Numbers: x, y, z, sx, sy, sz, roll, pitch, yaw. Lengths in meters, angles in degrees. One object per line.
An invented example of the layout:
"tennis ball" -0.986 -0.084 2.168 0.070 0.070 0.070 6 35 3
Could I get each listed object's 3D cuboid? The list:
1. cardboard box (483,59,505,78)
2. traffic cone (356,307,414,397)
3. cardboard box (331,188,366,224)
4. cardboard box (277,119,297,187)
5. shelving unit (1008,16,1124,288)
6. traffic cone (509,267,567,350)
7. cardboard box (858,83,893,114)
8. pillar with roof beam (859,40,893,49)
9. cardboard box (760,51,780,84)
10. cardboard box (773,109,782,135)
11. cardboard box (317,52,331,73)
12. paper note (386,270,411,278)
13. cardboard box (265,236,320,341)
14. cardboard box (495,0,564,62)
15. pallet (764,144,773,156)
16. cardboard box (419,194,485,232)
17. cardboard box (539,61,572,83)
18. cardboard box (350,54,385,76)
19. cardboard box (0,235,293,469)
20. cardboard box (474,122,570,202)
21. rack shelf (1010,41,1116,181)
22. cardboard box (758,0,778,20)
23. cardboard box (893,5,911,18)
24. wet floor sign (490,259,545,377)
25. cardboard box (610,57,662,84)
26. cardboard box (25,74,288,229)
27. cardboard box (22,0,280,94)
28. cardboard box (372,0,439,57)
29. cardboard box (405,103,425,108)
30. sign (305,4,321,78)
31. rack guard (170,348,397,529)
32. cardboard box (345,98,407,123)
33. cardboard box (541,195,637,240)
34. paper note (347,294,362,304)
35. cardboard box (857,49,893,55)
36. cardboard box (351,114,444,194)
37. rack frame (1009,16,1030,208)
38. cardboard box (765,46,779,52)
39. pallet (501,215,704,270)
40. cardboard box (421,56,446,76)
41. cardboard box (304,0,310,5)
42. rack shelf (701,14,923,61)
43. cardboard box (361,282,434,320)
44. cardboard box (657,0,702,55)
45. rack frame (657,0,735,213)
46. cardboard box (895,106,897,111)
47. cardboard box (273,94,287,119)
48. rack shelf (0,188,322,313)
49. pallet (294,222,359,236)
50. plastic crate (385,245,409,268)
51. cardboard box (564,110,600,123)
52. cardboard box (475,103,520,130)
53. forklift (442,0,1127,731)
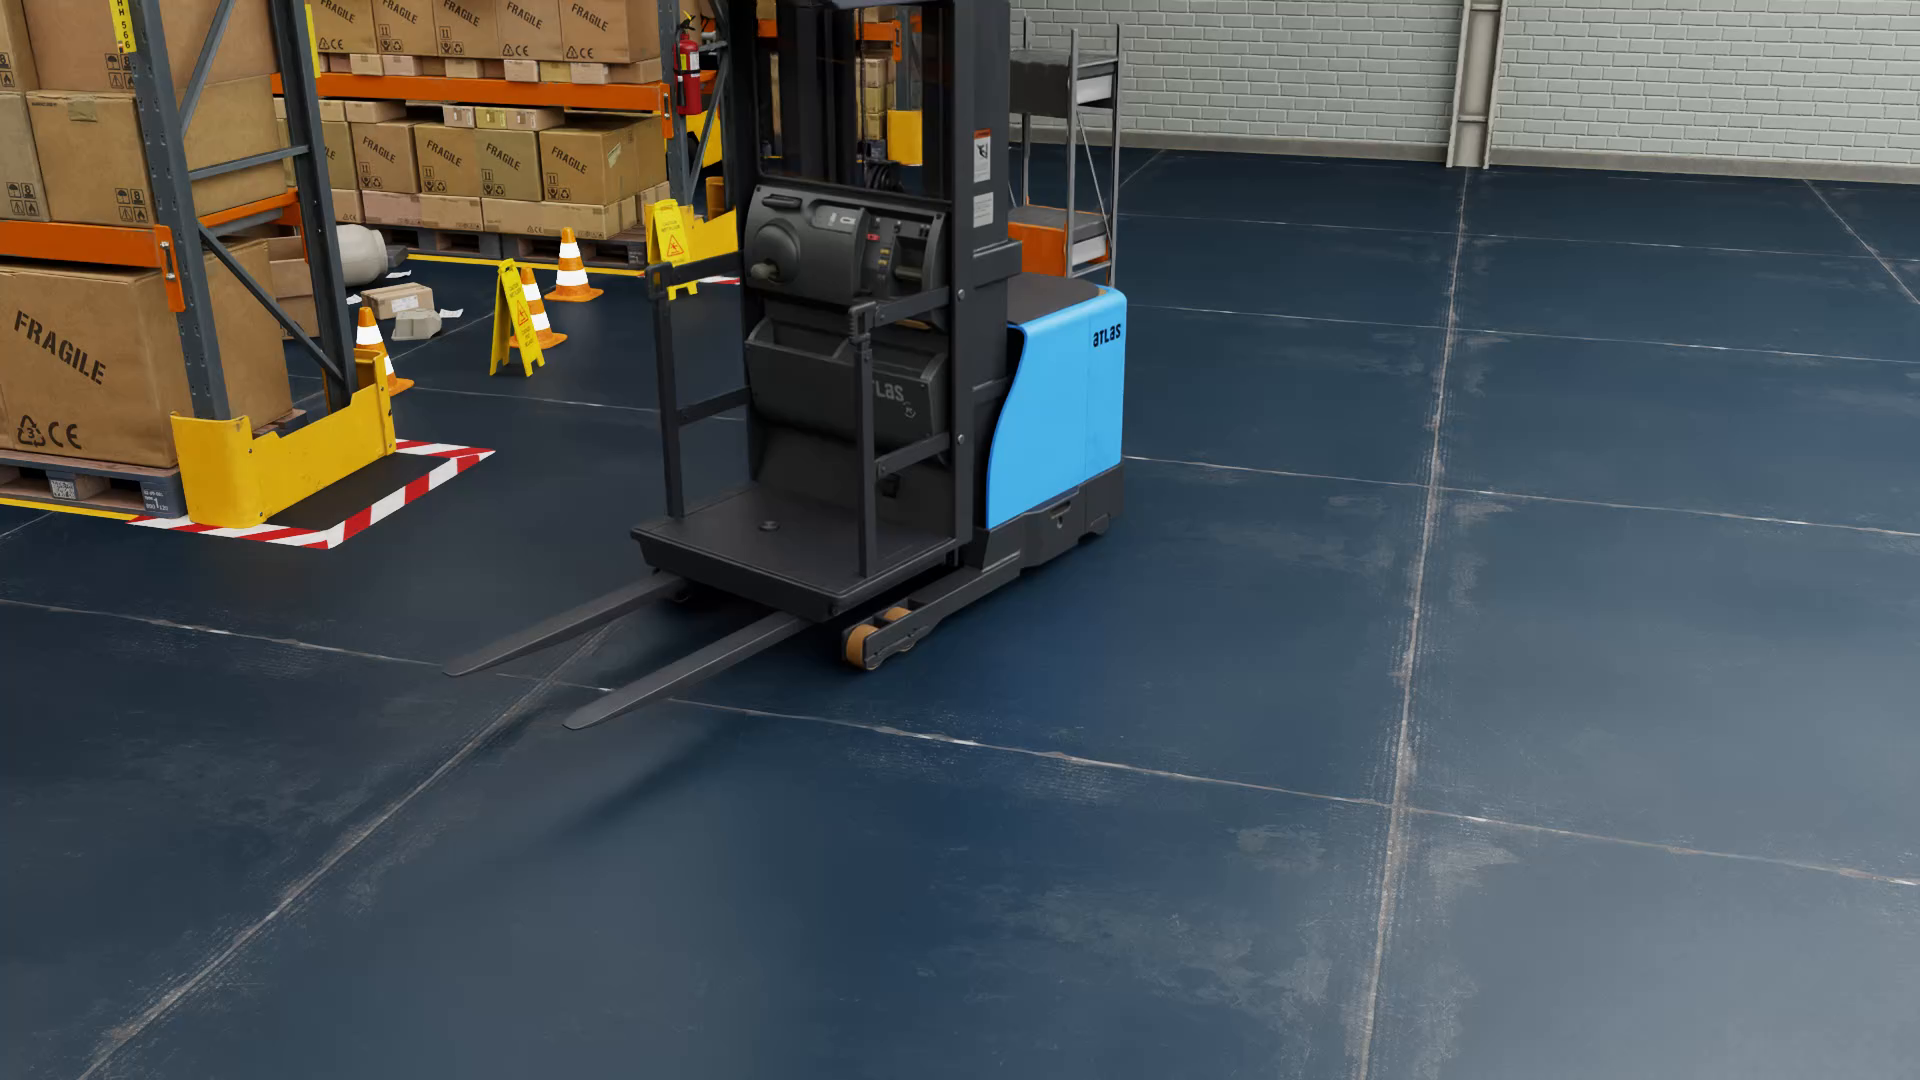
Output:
"cardboard box" -3.238 -3.441 12.037 0.250 0.149 0.380 7 23 16
"traffic cone" -3.276 -1.065 9.256 0.334 0.463 0.336 7 23 16
"cardboard box" -4.673 -2.617 12.768 0.500 0.250 0.500 8 24 19
"cardboard box" -5.187 -3.019 12.758 0.500 0.500 0.500 8 24 18
"shelving unit" 0.389 -1.264 7.584 0.503 2.100 0.431 16 27 33
"traffic cone" -2.624 -1.438 10.166 0.334 0.463 0.336 7 23 16
"cardboard box" -0.971 -4.371 16.385 0.500 0.250 0.500 6 23 15
"pillar with roof beam" -2.064 -6.893 12.217 0.400 9.000 9.100 7 23 16
"cardboard box" -1.922 -4.705 16.541 0.500 0.250 0.500 7 23 16
"cardboard box" -1.905 -4.253 16.755 0.500 0.250 0.500 7 23 16
"cardboard box" -4.719 -3.578 12.372 0.250 0.149 0.380 7 23 17
"paper note" -4.001 -1.897 11.855 0.148 0.019 0.142 -1 22 -3
"cardboard box" -4.258 -1.592 10.487 0.637 0.503 0.797 -9 24 -21
"cardboard box" -2.922 -3.674 11.750 0.500 0.500 0.500 7 23 16
"pallet" -2.323 -4.191 17.208 1.213 0.211 1.003 7 23 15
"cardboard box" -3.692 -2.502 12.487 0.500 0.250 0.500 6 23 14
"cardboard box" -2.778 -3.344 11.802 0.250 0.149 0.380 6 23 15
"cardboard box" -4.243 -3.501 12.185 0.250 0.149 0.380 7 23 16
"cardboard box" -3.846 -0.926 7.821 0.875 0.875 0.875 7 23 16
"cardboard box" -3.188 -2.792 12.206 0.500 0.500 0.500 7 23 17
"rack shelf" 0.389 -1.899 7.324 0.480 0.518 0.431 16 27 33
"cardboard box" -1.946 -5.399 16.348 0.500 0.500 0.500 6 23 14
"cardboard box" -0.808 -5.479 16.543 0.500 0.500 0.500 7 23 17
"wet floor sign" -2.578 -1.291 9.568 0.232 0.644 0.267 3 22 6
"cardboard box" -2.264 -3.321 11.745 0.250 0.149 0.380 7 23 17
"cardboard box" -3.546 -1.758 7.406 0.550 0.550 0.875 7 23 16
"cardboard box" -3.522 -2.288 7.275 0.550 0.550 0.875 7 23 16
"cardboard box" -3.880 -3.792 12.039 0.500 0.500 0.500 7 23 16
"cardboard box" -4.543 -3.159 13.101 0.500 0.500 0.500 7 23 16
"sign" -3.012 -2.303 7.686 0.005 0.325 0.100 7 23 16
"rack guard" -3.155 -0.505 7.843 0.348 0.500 1.175 7 23 16
"cardboard box" -4.334 -3.199 12.344 0.250 0.149 0.380 8 24 19
"cardboard box" -2.719 -2.390 12.213 0.500 0.250 0.500 6 23 15
"paper note" -4.094 -1.623 11.202 0.142 0.019 0.148 16 27 34
"cardboard box" -0.820 -4.784 16.733 0.500 0.250 0.500 6 23 15
"cardboard box" -4.175 -2.907 12.486 0.500 0.500 0.500 8 24 18
"rack frame" 0.192 -1.319 7.718 0.015 2.100 0.400 16 27 33
"cardboard box" -1.775 -4.896 17.006 0.500 0.250 0.500 6 23 15
"pallet" -2.685 -2.294 12.584 1.213 0.211 1.003 7 23 16
"cardboard box" -3.722 -3.496 12.170 0.250 0.149 0.380 7 23 16
"cardboard box" -4.846 -3.900 12.302 0.500 0.500 0.500 6 23 15
"rack shelf" -2.329 -5.164 16.855 4.000 0.370 1.077 7 23 16
"cardboard box" -3.682 -1.565 10.888 0.380 0.149 0.250 -20 29 -39
"cardboard box" -2.218 -3.810 12.083 0.500 0.500 0.500 6 23 15
"rack frame" -1.845 -3.474 11.786 0.127 3.000 1.000 7 23 16
"cardboard box" -0.828 -4.325 16.931 0.500 0.250 0.500 7 23 16
"cardboard box" -5.085 -3.283 12.549 0.250 0.149 0.380 7 23 16
"rack shelf" -5.092 -1.551 8.046 4.000 0.370 1.077 7 23 16
"pallet" -5.021 -2.562 13.237 1.213 0.211 1.003 7 23 16
"plastic crate" -4.408 -2.092 12.264 0.583 0.080 0.402 -1 22 -3
"cardboard box" -3.062 -2.990 12.689 0.500 0.500 0.500 6 23 14
"cardboard box" -3.298 -3.081 12.055 0.250 0.149 0.380 7 23 16
"forklift" -0.568 -1.088 6.061 1.130 2.935 3.031 16 27 34
